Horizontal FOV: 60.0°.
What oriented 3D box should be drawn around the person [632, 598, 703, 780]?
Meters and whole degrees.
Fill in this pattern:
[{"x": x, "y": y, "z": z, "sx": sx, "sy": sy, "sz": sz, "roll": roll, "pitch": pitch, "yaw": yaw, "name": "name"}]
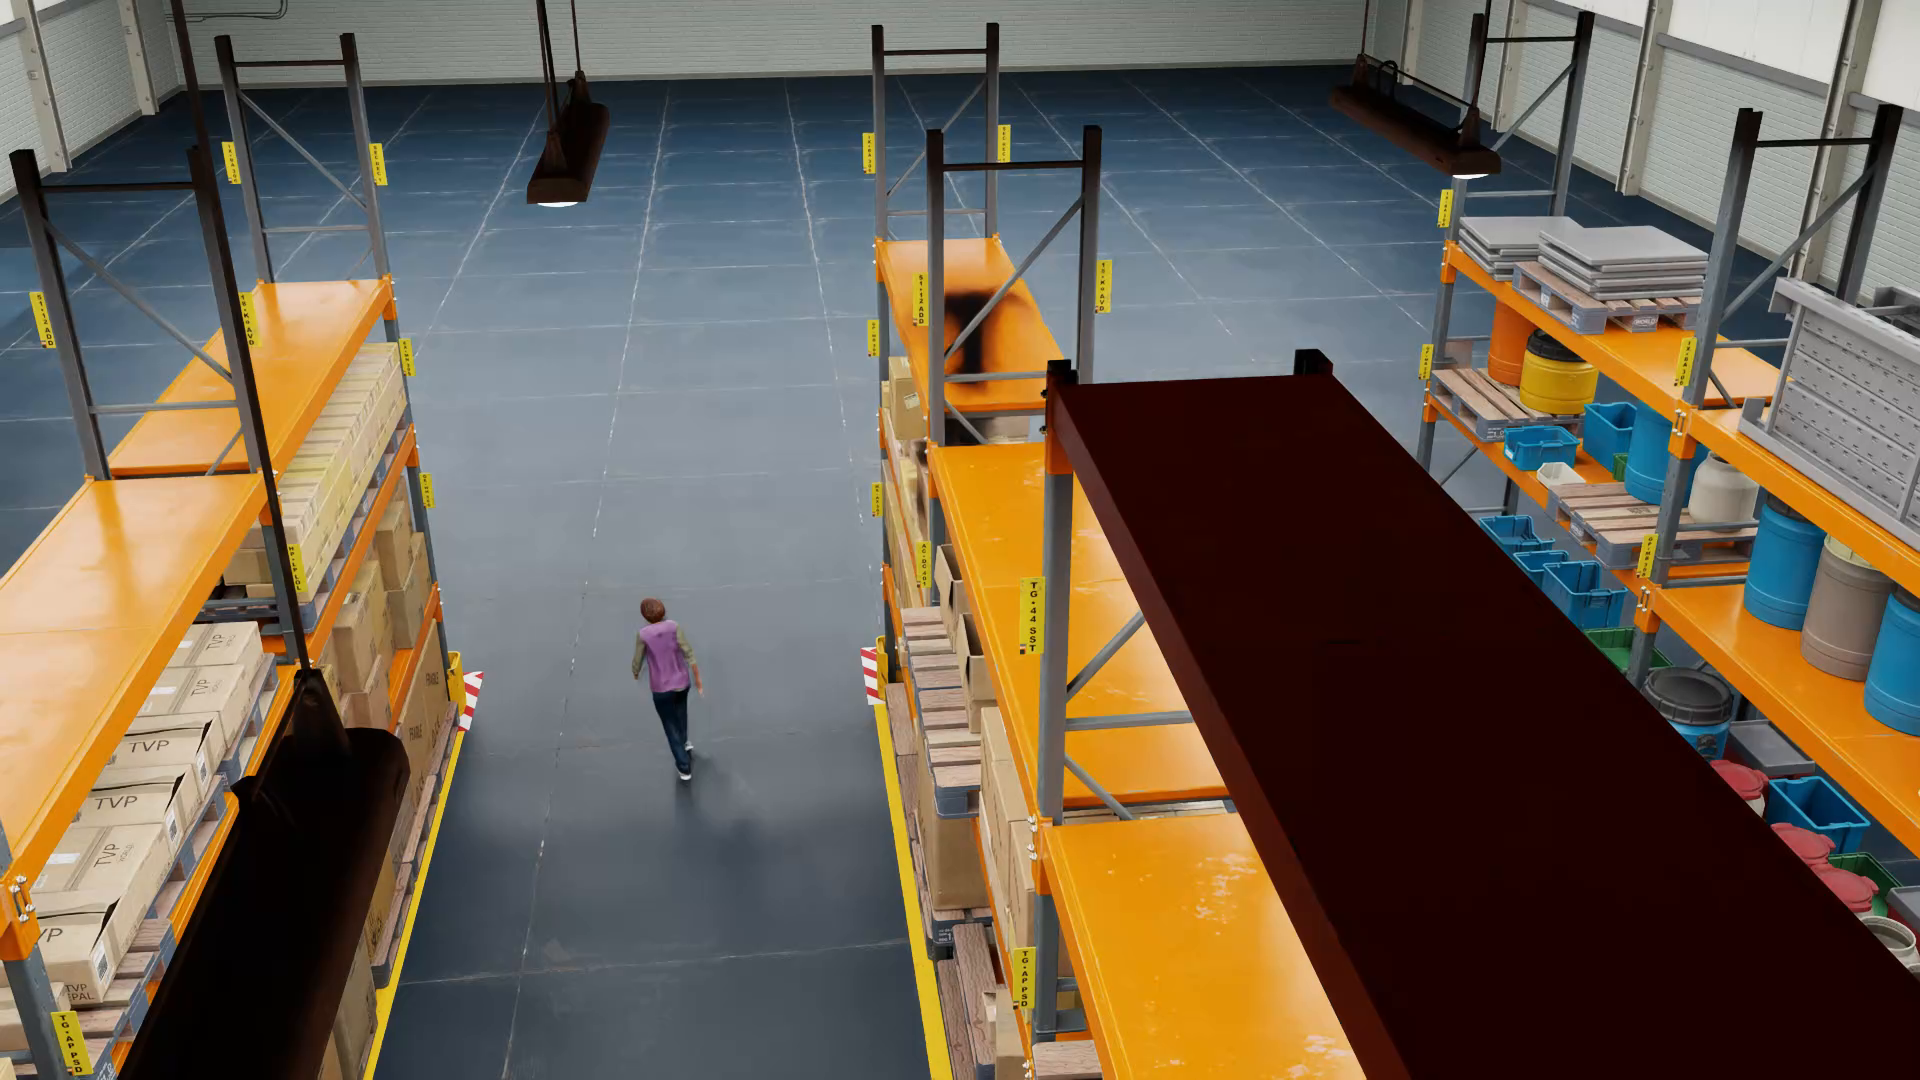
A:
[{"x": -2.476, "y": 1.251, "z": 14.102, "sx": 0.522, "sy": 1.532, "sz": 0.744, "roll": -12, "pitch": 28, "yaw": -23, "name": "person"}]
